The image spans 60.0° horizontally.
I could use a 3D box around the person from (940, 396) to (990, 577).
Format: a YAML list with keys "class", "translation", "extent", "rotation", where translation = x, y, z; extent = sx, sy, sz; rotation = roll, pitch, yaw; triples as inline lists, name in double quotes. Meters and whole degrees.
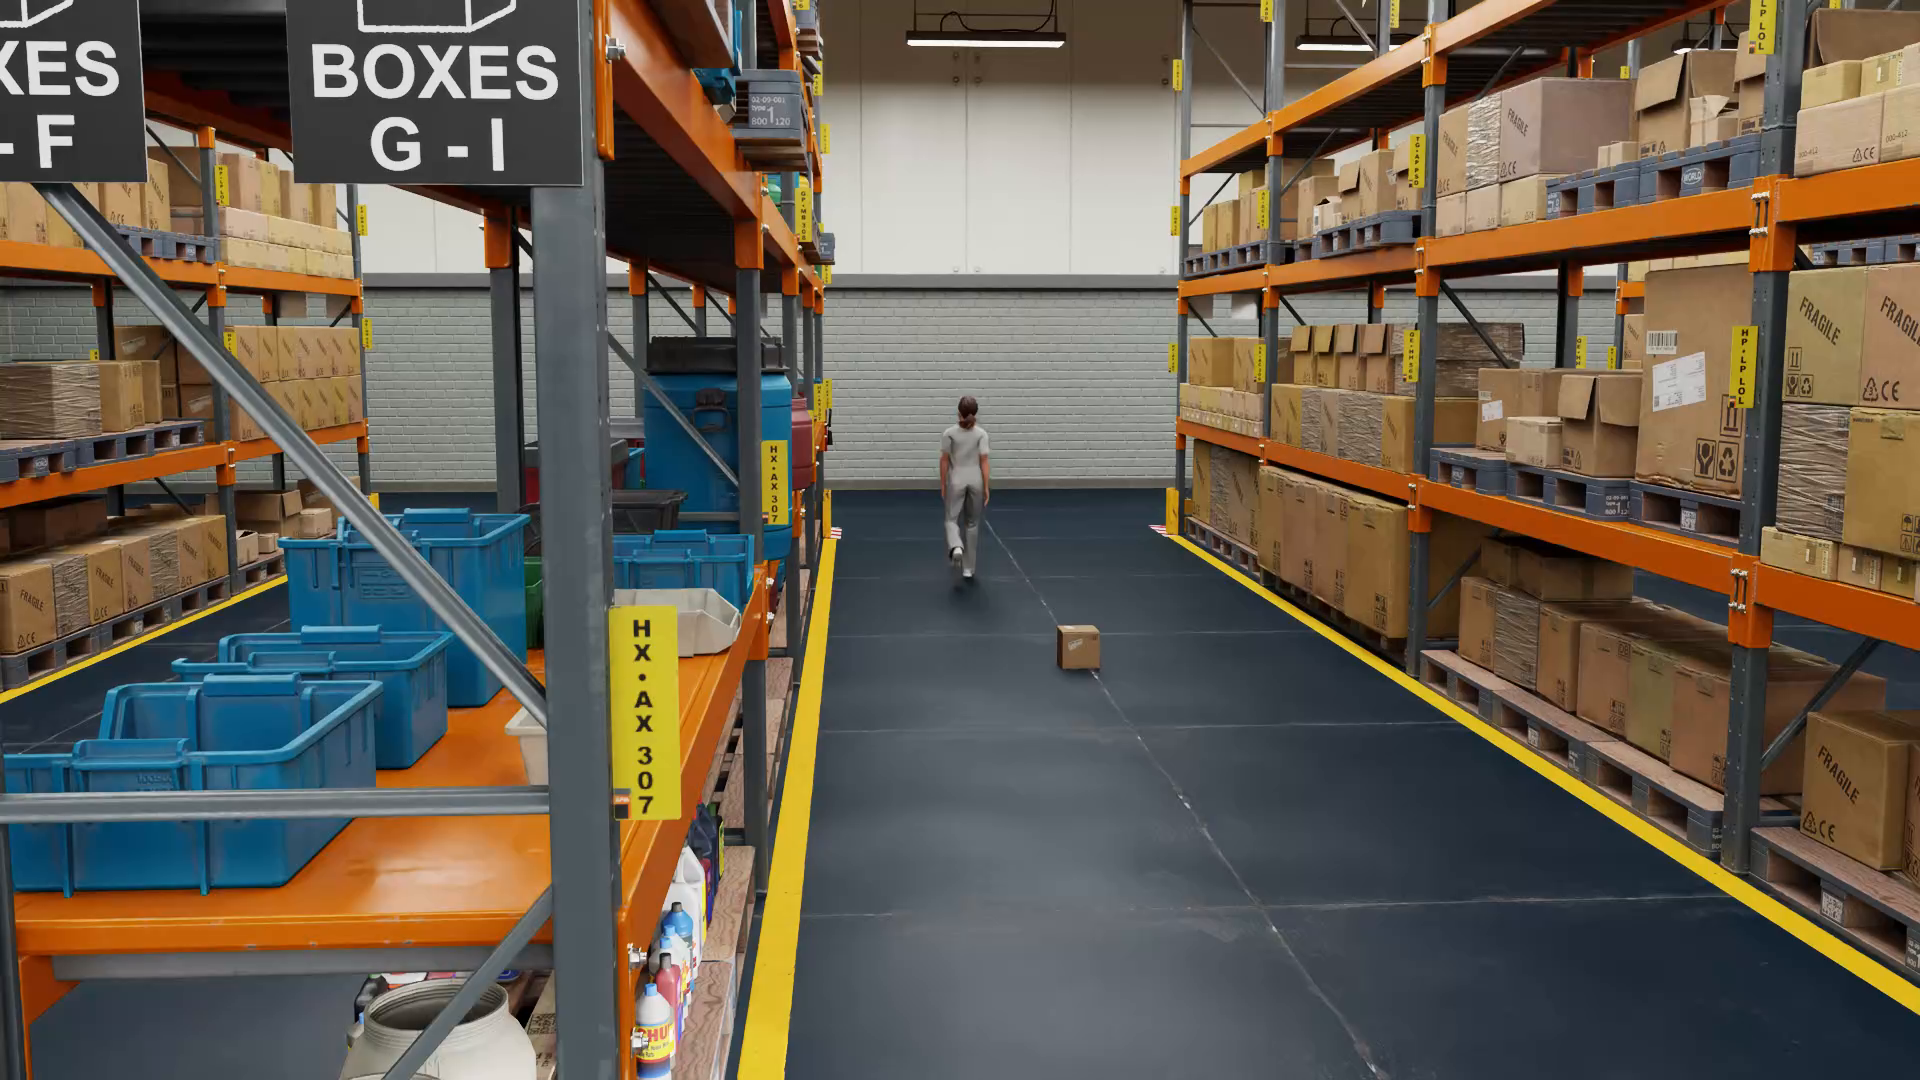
- class: "person"
  translation: [0.046, -0.469, 15.023]
  extent: [0.442, 1.651, 0.765]
  rotation: [-1, 7, -6]
